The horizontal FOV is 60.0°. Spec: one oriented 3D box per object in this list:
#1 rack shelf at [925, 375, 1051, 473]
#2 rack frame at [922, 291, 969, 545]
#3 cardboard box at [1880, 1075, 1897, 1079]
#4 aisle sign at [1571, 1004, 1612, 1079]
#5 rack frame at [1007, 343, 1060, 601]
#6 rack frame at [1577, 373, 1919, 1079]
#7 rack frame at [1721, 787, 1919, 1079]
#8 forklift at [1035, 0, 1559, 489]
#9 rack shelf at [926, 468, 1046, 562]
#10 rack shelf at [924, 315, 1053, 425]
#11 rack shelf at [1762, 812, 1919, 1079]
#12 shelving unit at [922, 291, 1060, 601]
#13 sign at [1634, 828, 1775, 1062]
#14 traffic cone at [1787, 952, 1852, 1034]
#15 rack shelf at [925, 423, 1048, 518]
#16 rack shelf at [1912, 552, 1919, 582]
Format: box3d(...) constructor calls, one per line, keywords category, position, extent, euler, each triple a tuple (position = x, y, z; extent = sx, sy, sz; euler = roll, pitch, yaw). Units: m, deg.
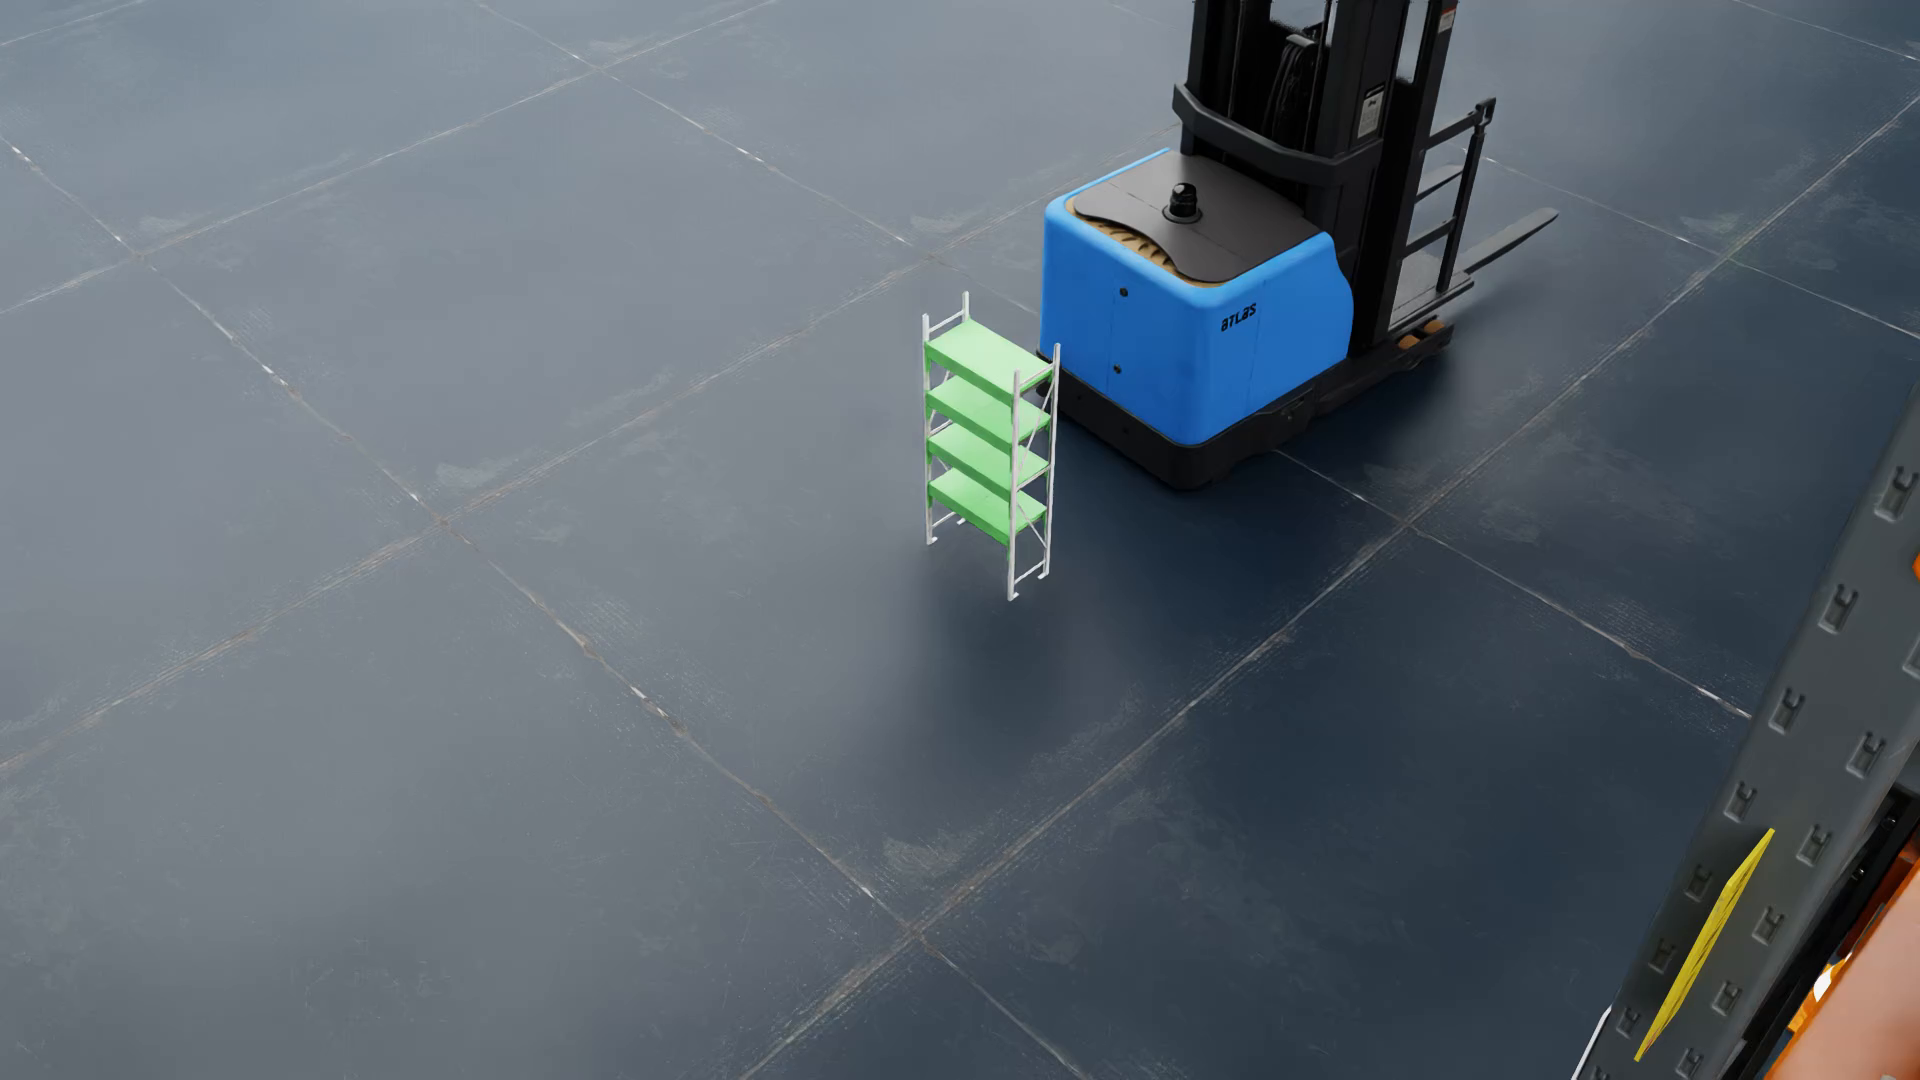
box3d(category="rack shelf", position=(0.117, -0.490, 6.637), extent=(0.258, 0.148, 0.480), euler=(-34, 53, -31))
box3d(category="rack frame", position=(-0.055, -0.478, 6.884), extent=(0.240, 1.200, 0.015), euler=(-34, 53, -31))
box3d(category="cardboard box", position=(1.159, 0.893, 2.048), extent=(0.380, 0.149, 0.250), euler=(-34, 53, -31))
box3d(category="aisle sign", position=(0.891, 0.752, 2.311), extent=(0.394, 0.787, 0.004), euler=(-34, 53, -31))
box3d(category="rack frame", position=(0.289, -0.244, 6.630), extent=(0.240, 1.200, 0.015), euler=(-34, 53, -31))
box3d(category="rack frame", position=(1.154, -0.616, 1.286), extent=(1.000, 3.000, 0.127), euler=(-34, 53, -31))
box3d(category="rack frame", position=(1.154, 1.587, 3.322), extent=(1.000, 3.000, 0.127), euler=(-34, 53, -31))
box3d(category="forklift", position=(1.804, -2.156, 7.424), extent=(3.031, 2.935, 1.130), euler=(-30, 51, -28))
box3d(category="rack shelf", position=(0.117, -0.138, 6.963), extent=(0.258, 0.148, 0.480), euler=(-34, 53, -31))
box3d(category="rack shelf", position=(0.117, -0.667, 6.474), extent=(0.258, 0.148, 0.480), euler=(-34, 53, -31))
box3d(category="rack shelf", position=(2.567, 1.711, 1.508), extent=(1.077, 0.370, 4.000), euler=(-34, 53, -31))
box3d(category="shelving unit", position=(0.117, -0.361, 6.757), extent=(0.258, 1.200, 0.503), euler=(-34, 53, -31))
box3d(category="sign", position=(0.770, 0.425, 1.726), extent=(0.100, 0.325, 0.005), euler=(-34, 53, -31))
box3d(category="traffic cone", position=(2.917, 1.412, 5.381), extent=(0.336, 0.463, 0.334), euler=(-34, 53, -31))
box3d(category="rack shelf", position=(0.117, -0.314, 6.800), extent=(0.258, 0.148, 0.480), euler=(-34, 53, -31))
box3d(category="rack shelf", position=(2.567, 0.611, 0.491), extent=(1.077, 0.370, 4.000), euler=(-34, 53, -31))
